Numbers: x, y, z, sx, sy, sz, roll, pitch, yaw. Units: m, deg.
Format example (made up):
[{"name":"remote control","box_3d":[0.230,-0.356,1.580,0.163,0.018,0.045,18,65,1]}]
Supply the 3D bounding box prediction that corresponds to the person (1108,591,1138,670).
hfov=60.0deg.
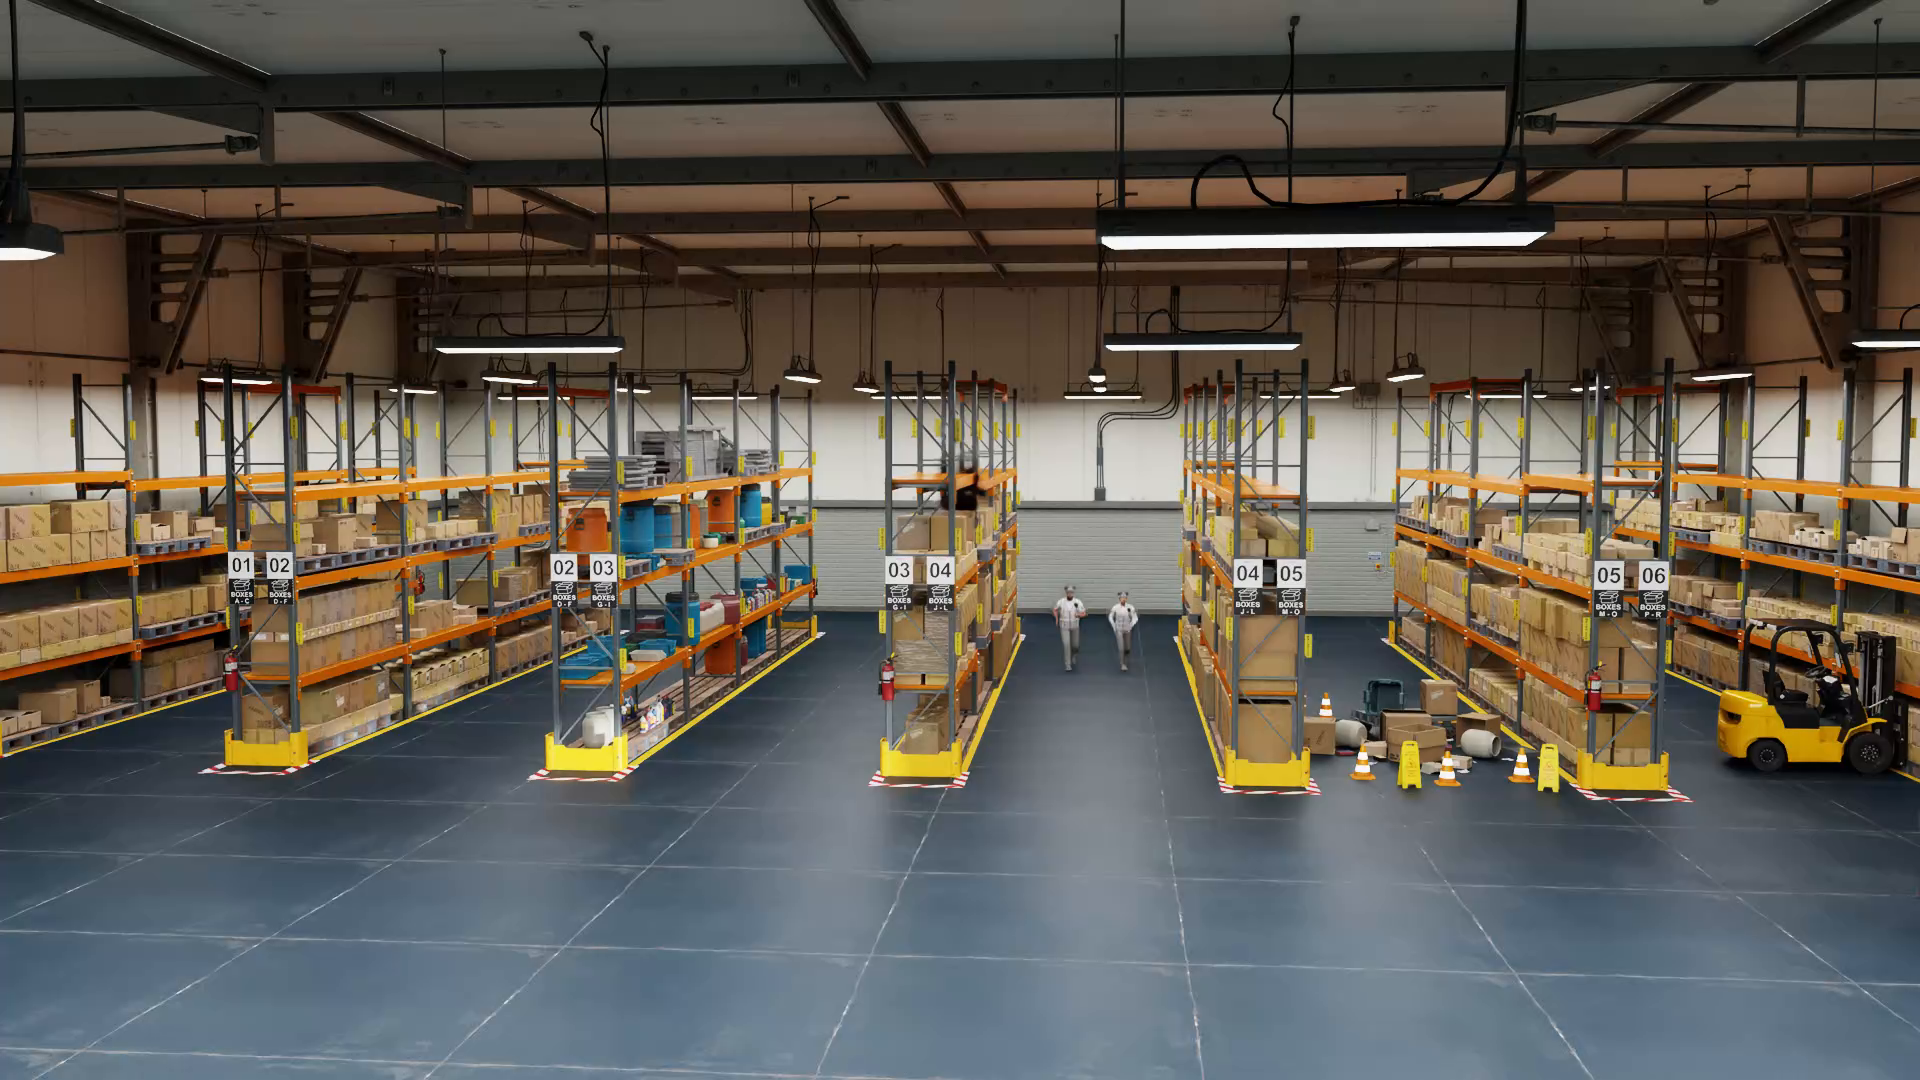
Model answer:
[{"name":"person","box_3d":[3.416,1.884,34.840,0.606,1.654,0.599,0,4,2]}]

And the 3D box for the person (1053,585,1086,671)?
[{"name":"person","box_3d":[2.299,1.817,34.846,0.672,1.755,0.912,0,4,-2]}]
